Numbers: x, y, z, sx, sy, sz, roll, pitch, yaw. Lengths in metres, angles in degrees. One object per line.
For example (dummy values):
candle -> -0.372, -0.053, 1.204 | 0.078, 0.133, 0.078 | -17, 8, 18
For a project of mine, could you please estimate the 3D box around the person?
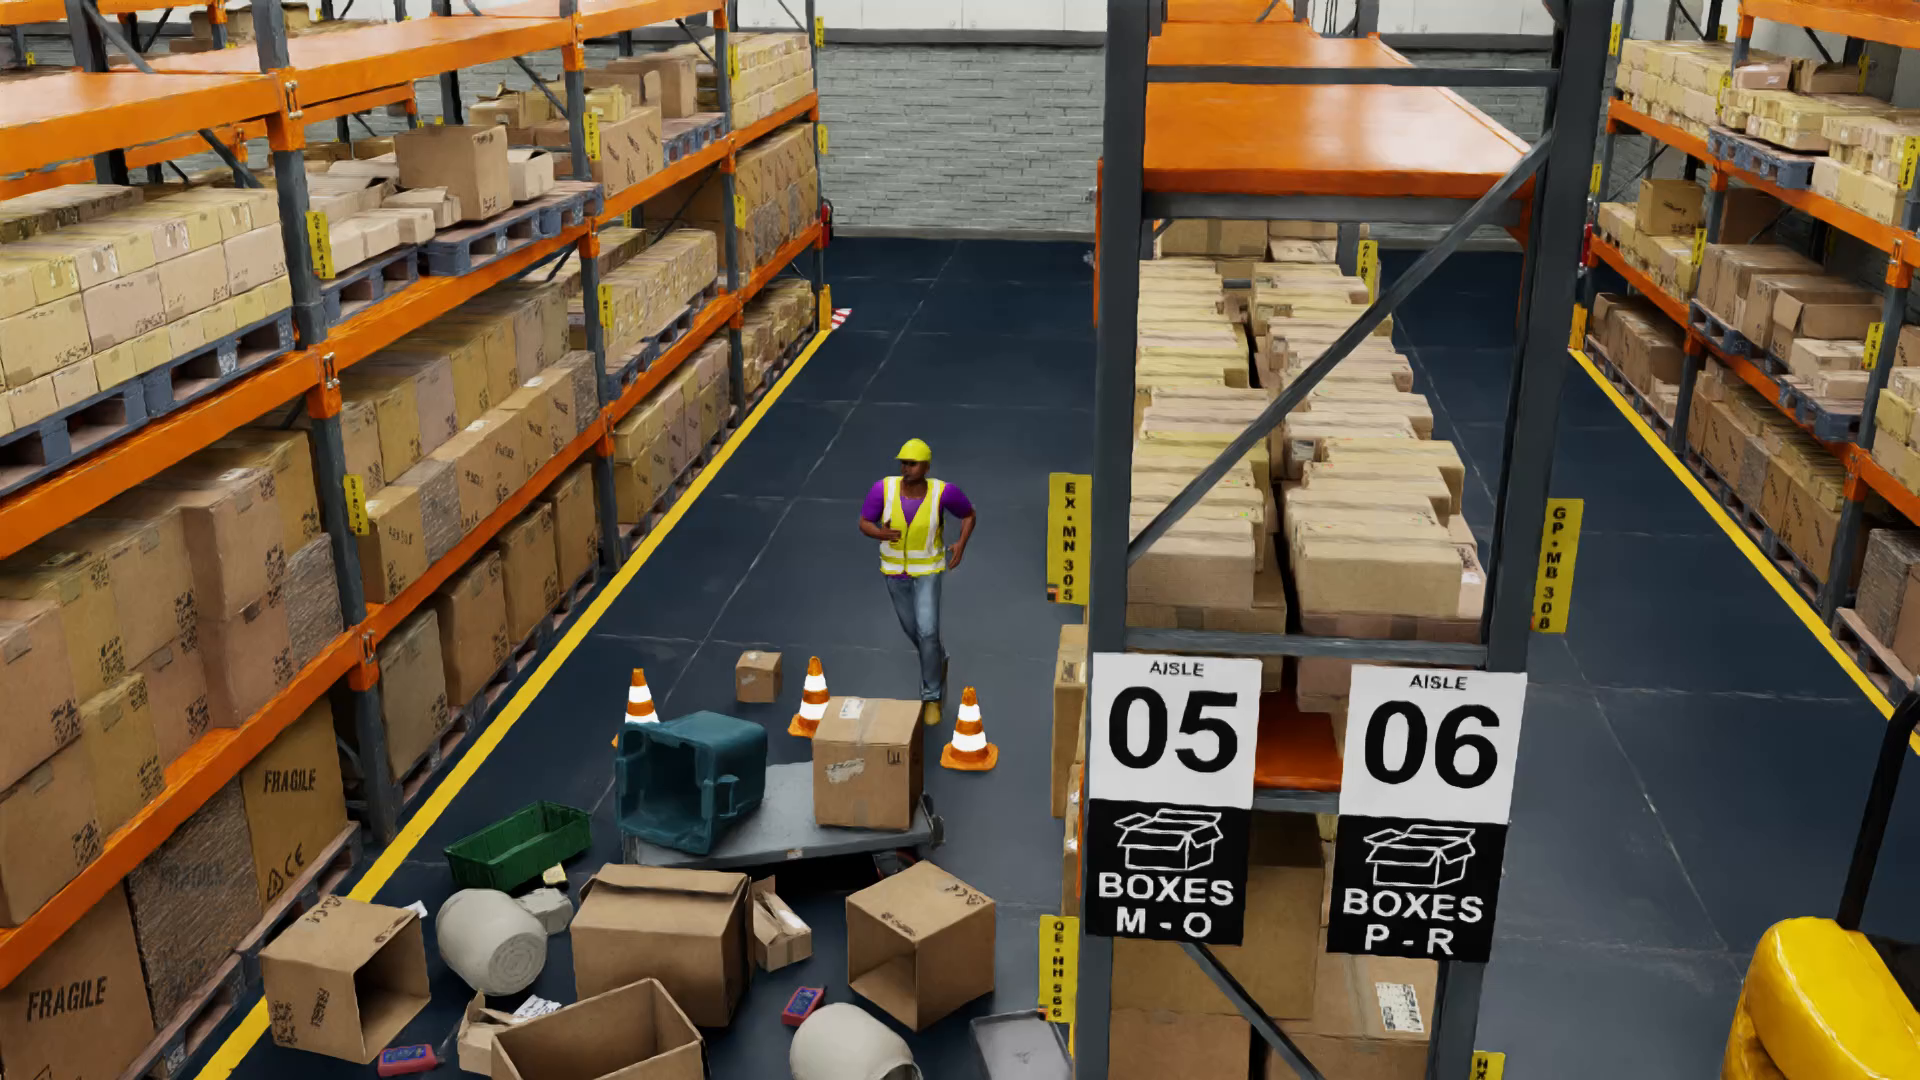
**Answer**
person -> -0.339, 0.219, 10.618 | 0.698, 1.724, 0.861 | 7, 22, 16
